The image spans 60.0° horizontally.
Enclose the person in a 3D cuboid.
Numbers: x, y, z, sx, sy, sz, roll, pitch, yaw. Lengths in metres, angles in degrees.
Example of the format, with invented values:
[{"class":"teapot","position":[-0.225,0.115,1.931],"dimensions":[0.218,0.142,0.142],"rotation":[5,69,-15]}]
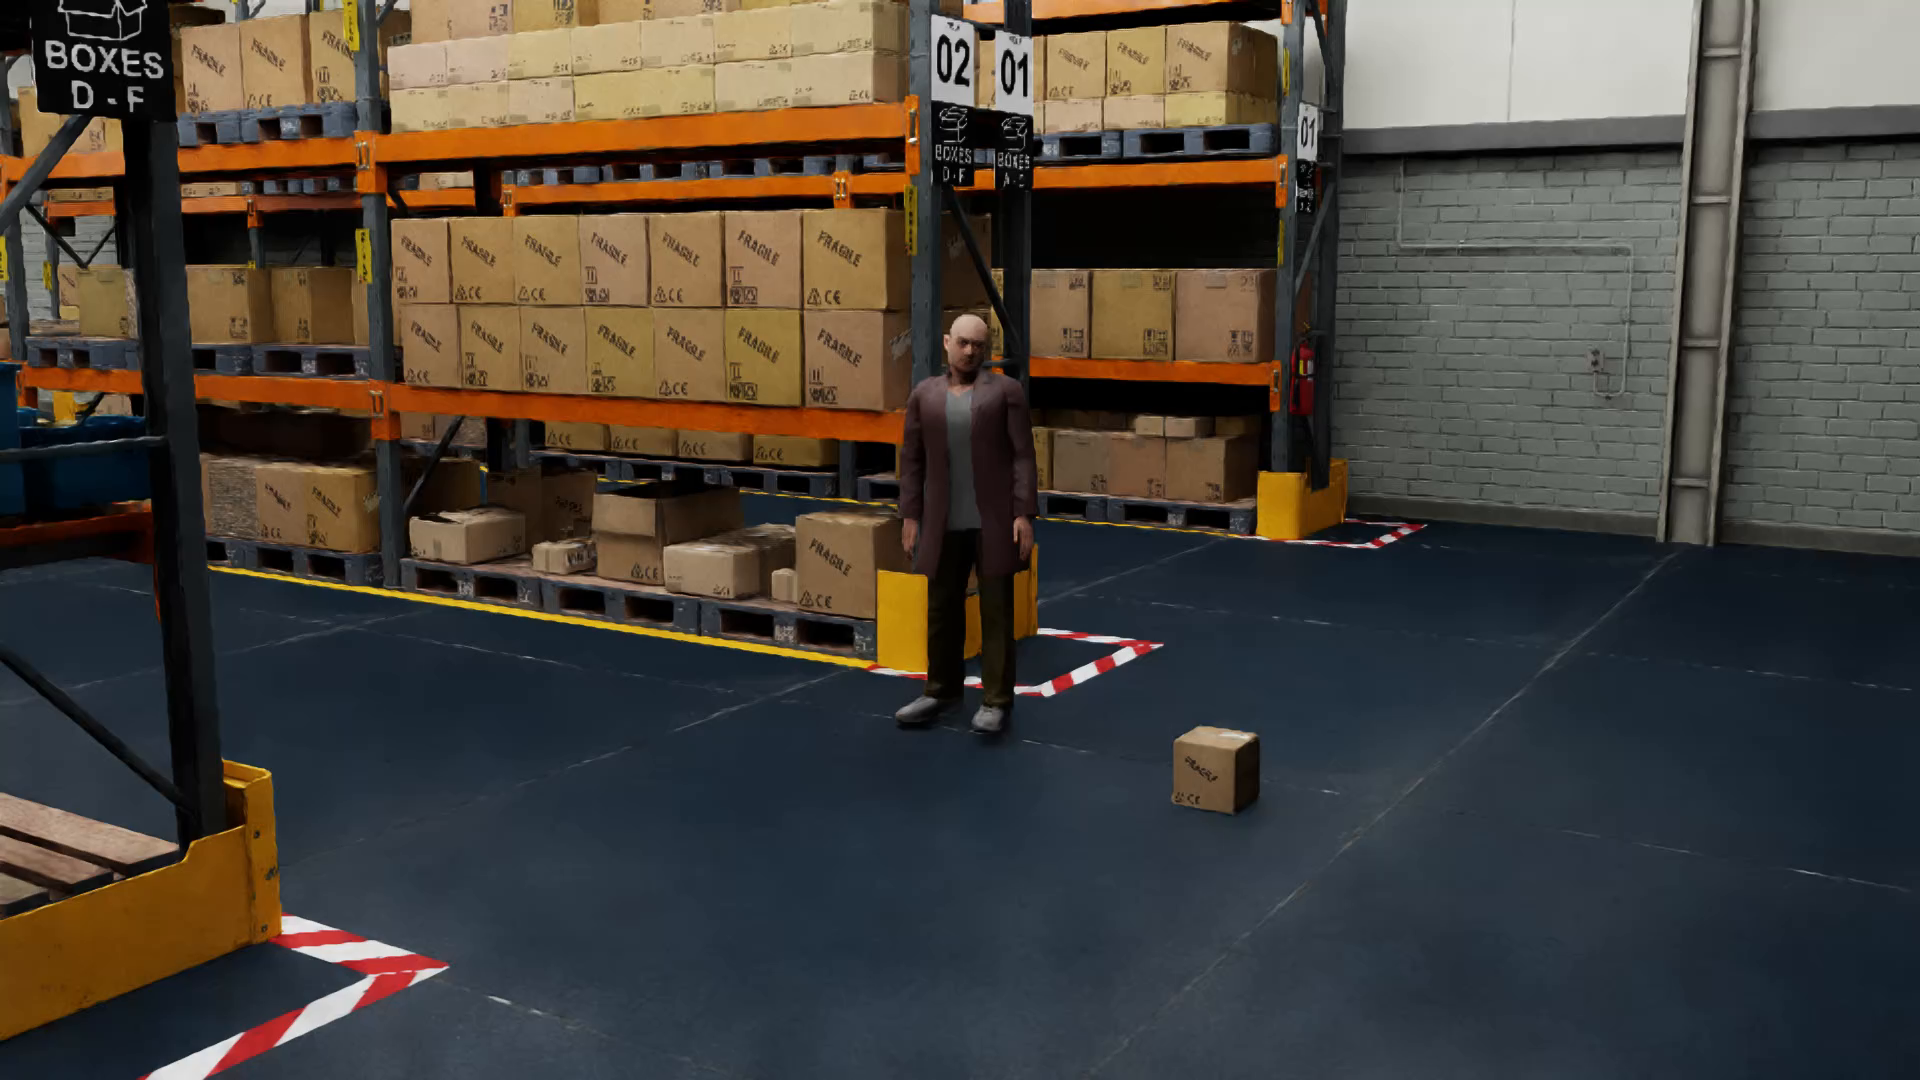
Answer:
[{"class":"person","position":[0.017,-0.064,7.134],"dimensions":[0.647,1.786,0.520],"rotation":[3,10,16]}]
